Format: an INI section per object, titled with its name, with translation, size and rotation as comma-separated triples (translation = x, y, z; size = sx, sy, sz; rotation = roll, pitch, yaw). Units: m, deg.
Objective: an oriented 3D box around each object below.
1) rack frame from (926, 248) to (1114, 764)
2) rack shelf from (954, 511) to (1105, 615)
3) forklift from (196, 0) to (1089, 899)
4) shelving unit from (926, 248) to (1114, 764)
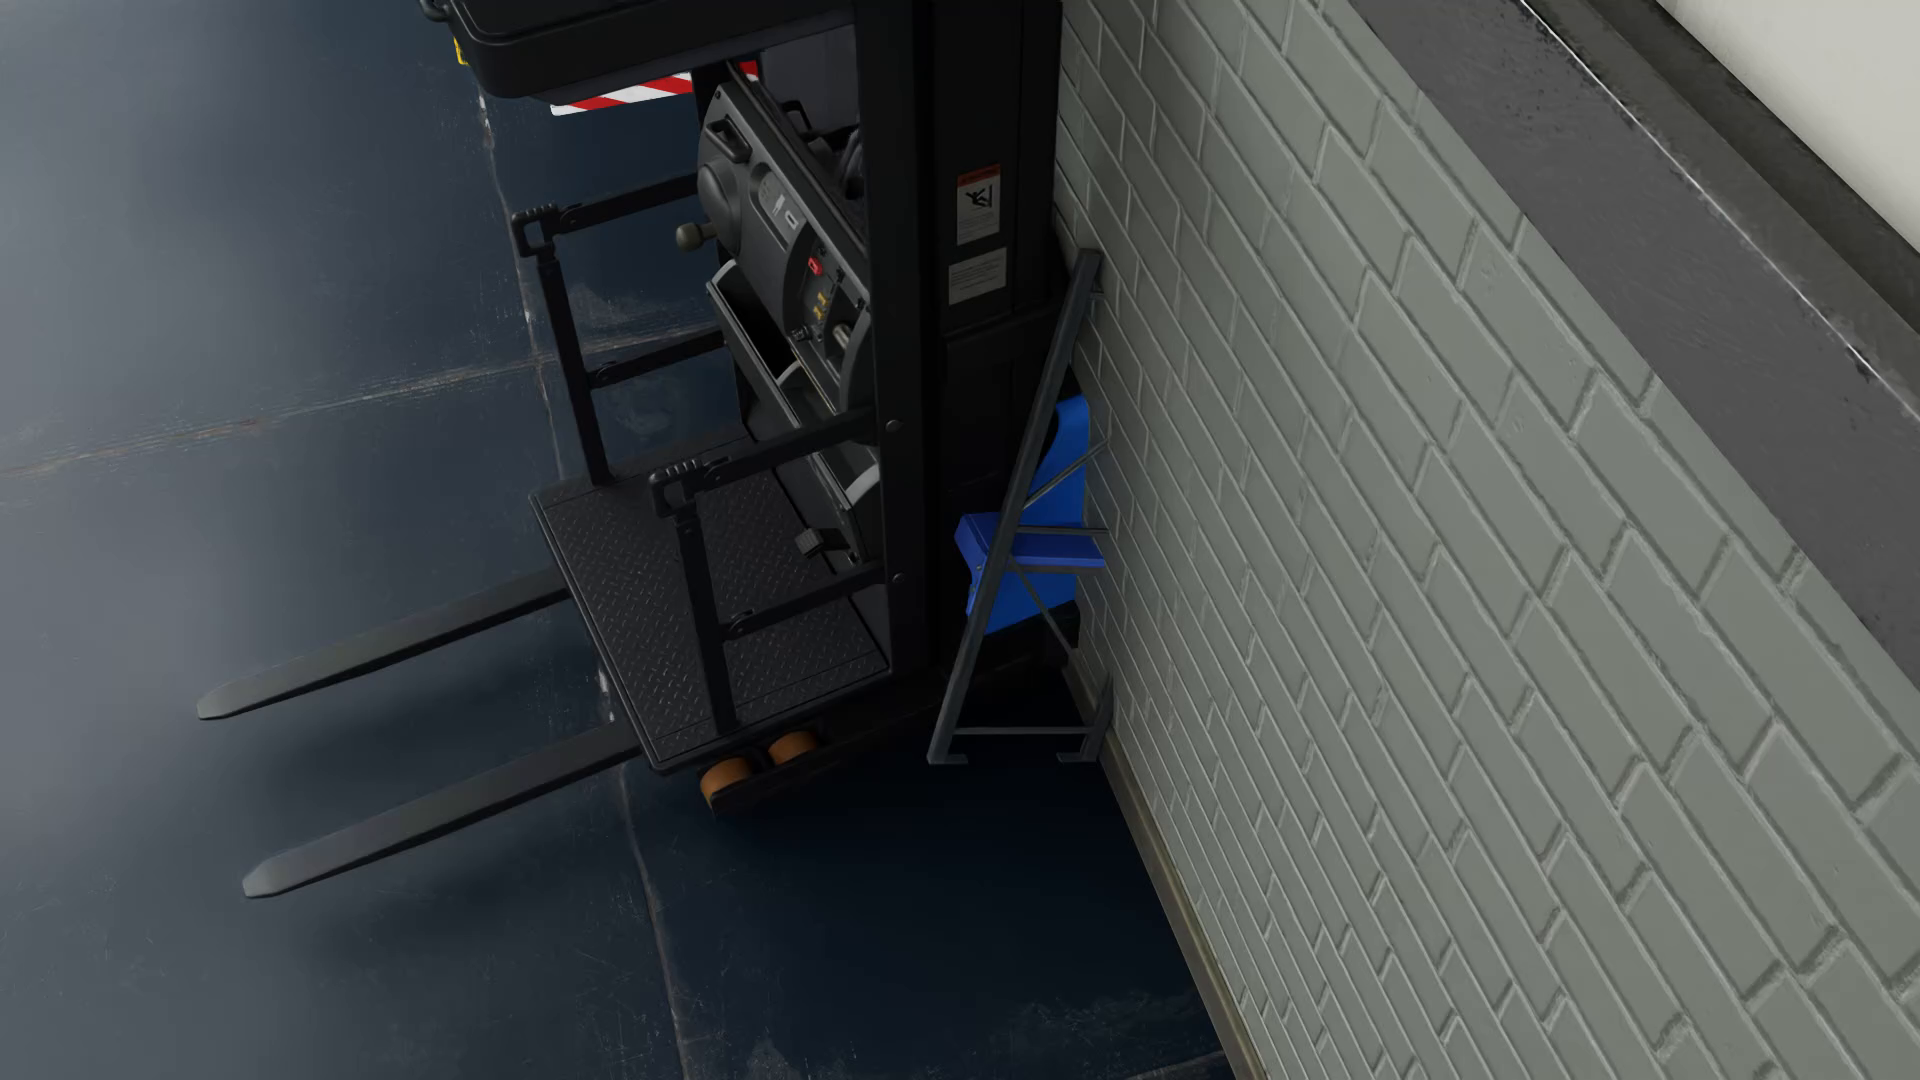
[rack frame]
translation = 0.325, -0.018, 4.193
size = 0.500, 1.500, 0.032
rotation = 2, 33, -22
[rack shelf]
translation = 0.132, -0.153, 4.678
size = 0.538, 0.185, 1.000
rotation = 2, 33, -22
[forklift]
translation = -0.607, -0.651, 3.882
size = 3.031, 2.935, 1.130
rotation = -21, 53, -17
[shelving unit]
translation = 0.175, -0.302, 4.587
size = 0.538, 1.500, 1.048
rotation = 2, 33, -22
